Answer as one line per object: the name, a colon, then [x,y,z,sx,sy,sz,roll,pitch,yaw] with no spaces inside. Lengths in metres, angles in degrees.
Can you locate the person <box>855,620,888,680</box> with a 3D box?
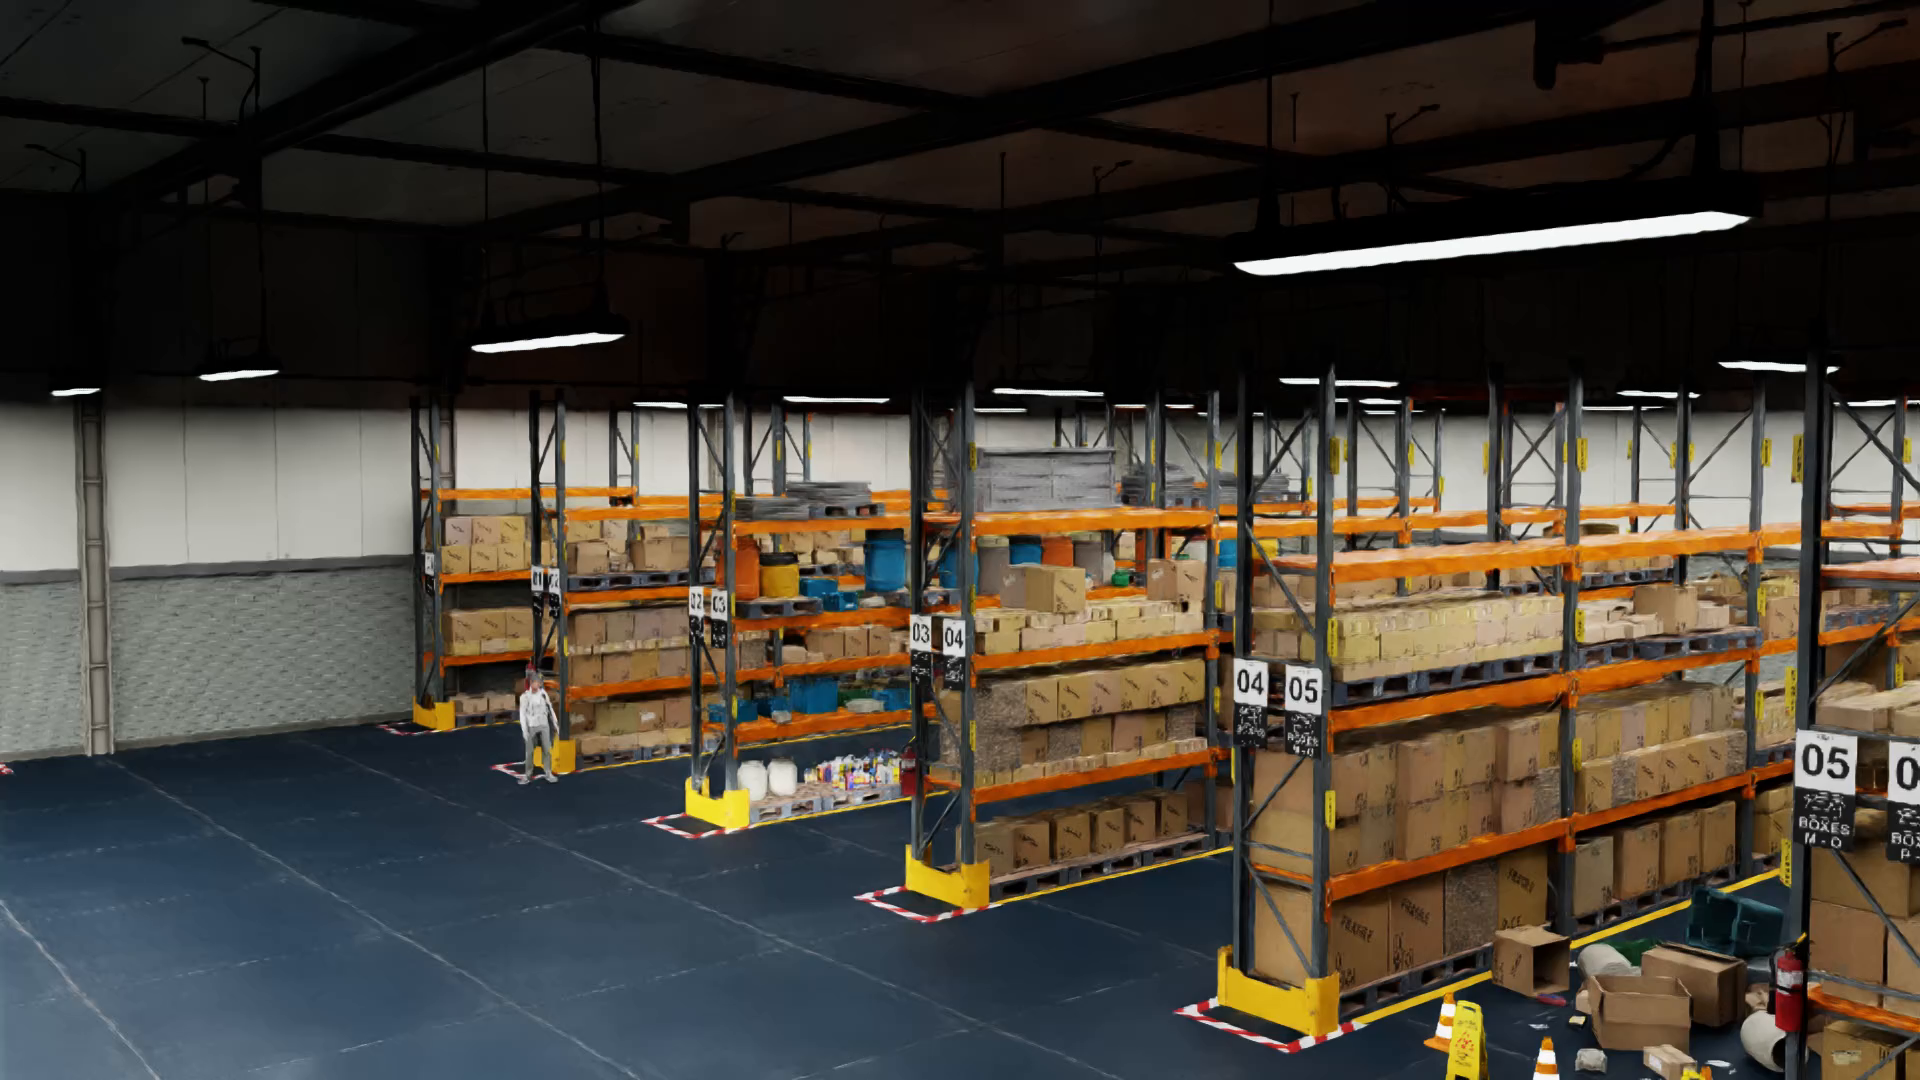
person: [-1.820,2.319,33.585,1.110,1.725,0.604,-3,4,-40]

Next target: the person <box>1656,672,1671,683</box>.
person: [11.140,2.779,26.044,0.536,1.711,0.682,-3,4,-41]

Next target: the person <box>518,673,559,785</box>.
person: [-6.365,2.830,25.088,0.632,1.685,0.367,-2,4,-34]
